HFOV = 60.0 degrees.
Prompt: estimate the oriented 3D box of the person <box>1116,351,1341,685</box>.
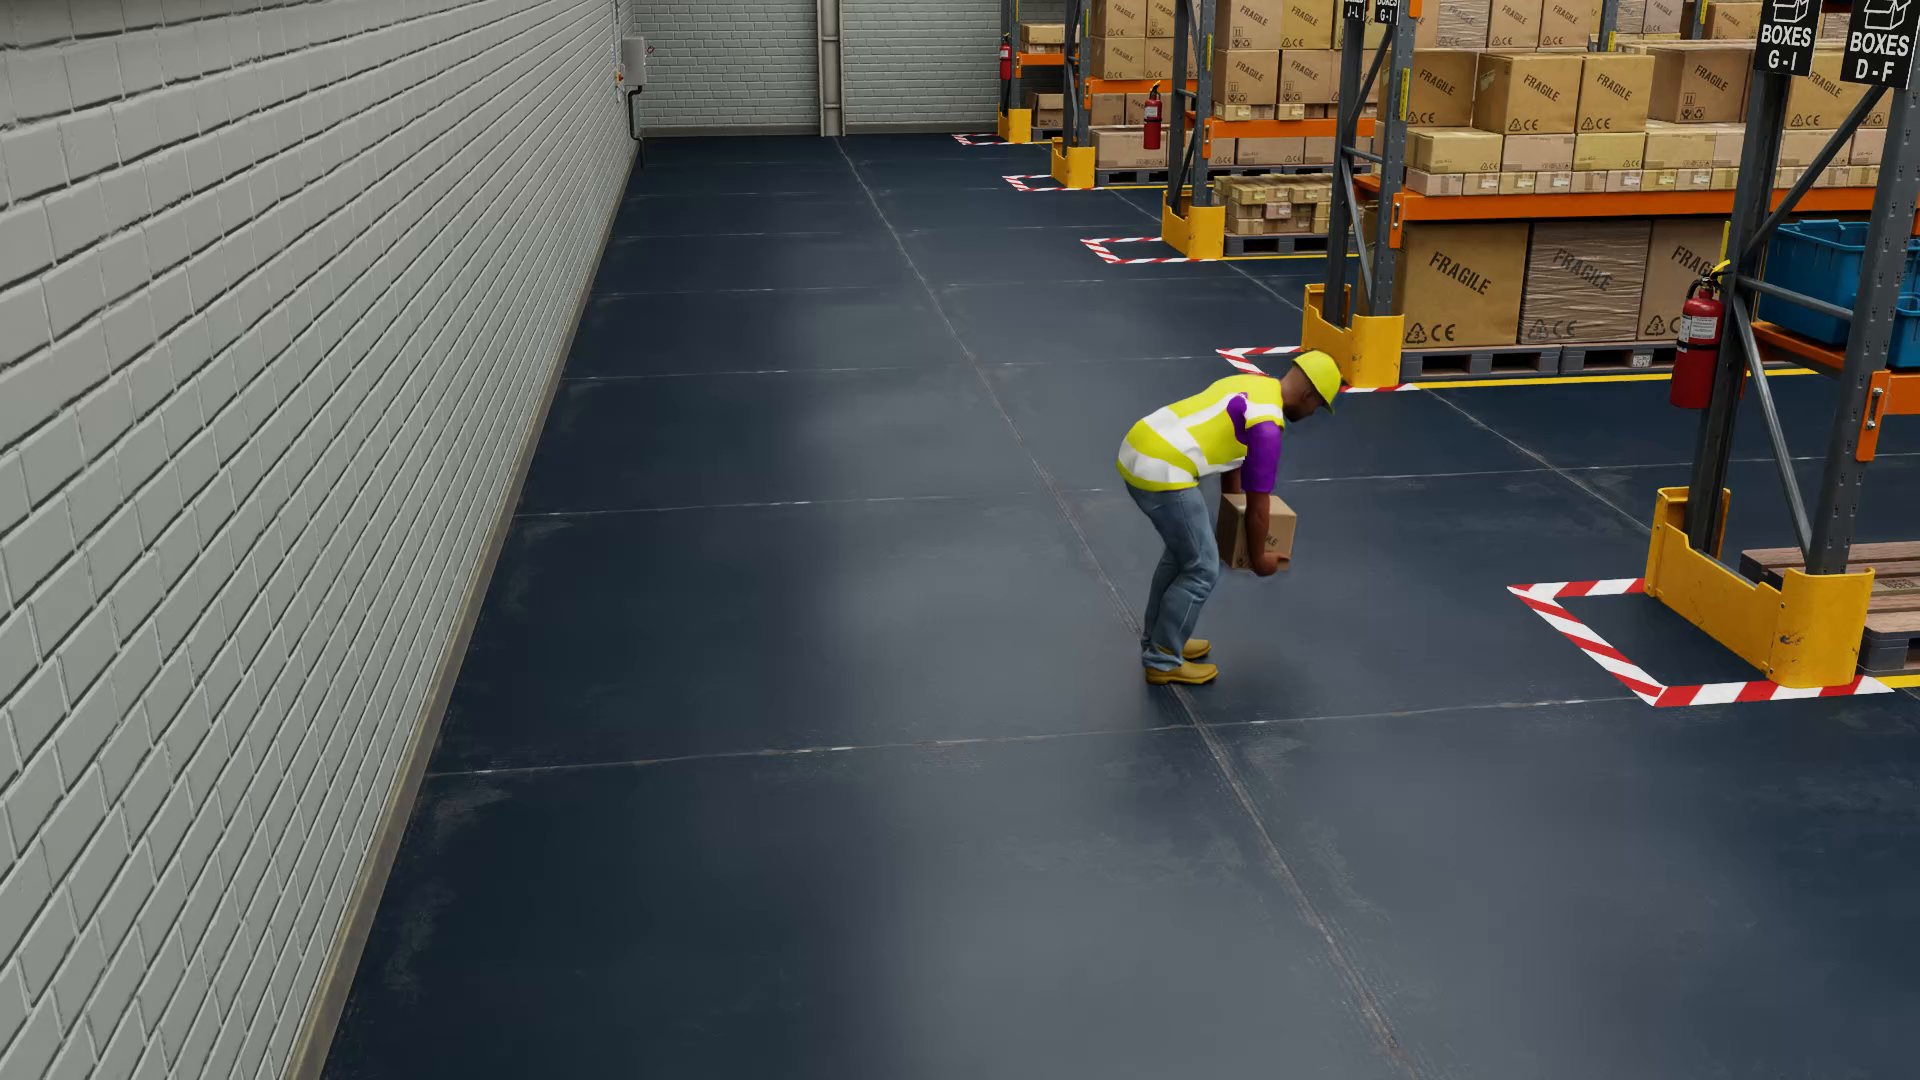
[{"bbox_3d":[1.110,-0.111,6.945,0.918,1.355,0.474,-3,20,-9],"label":"person"}]
